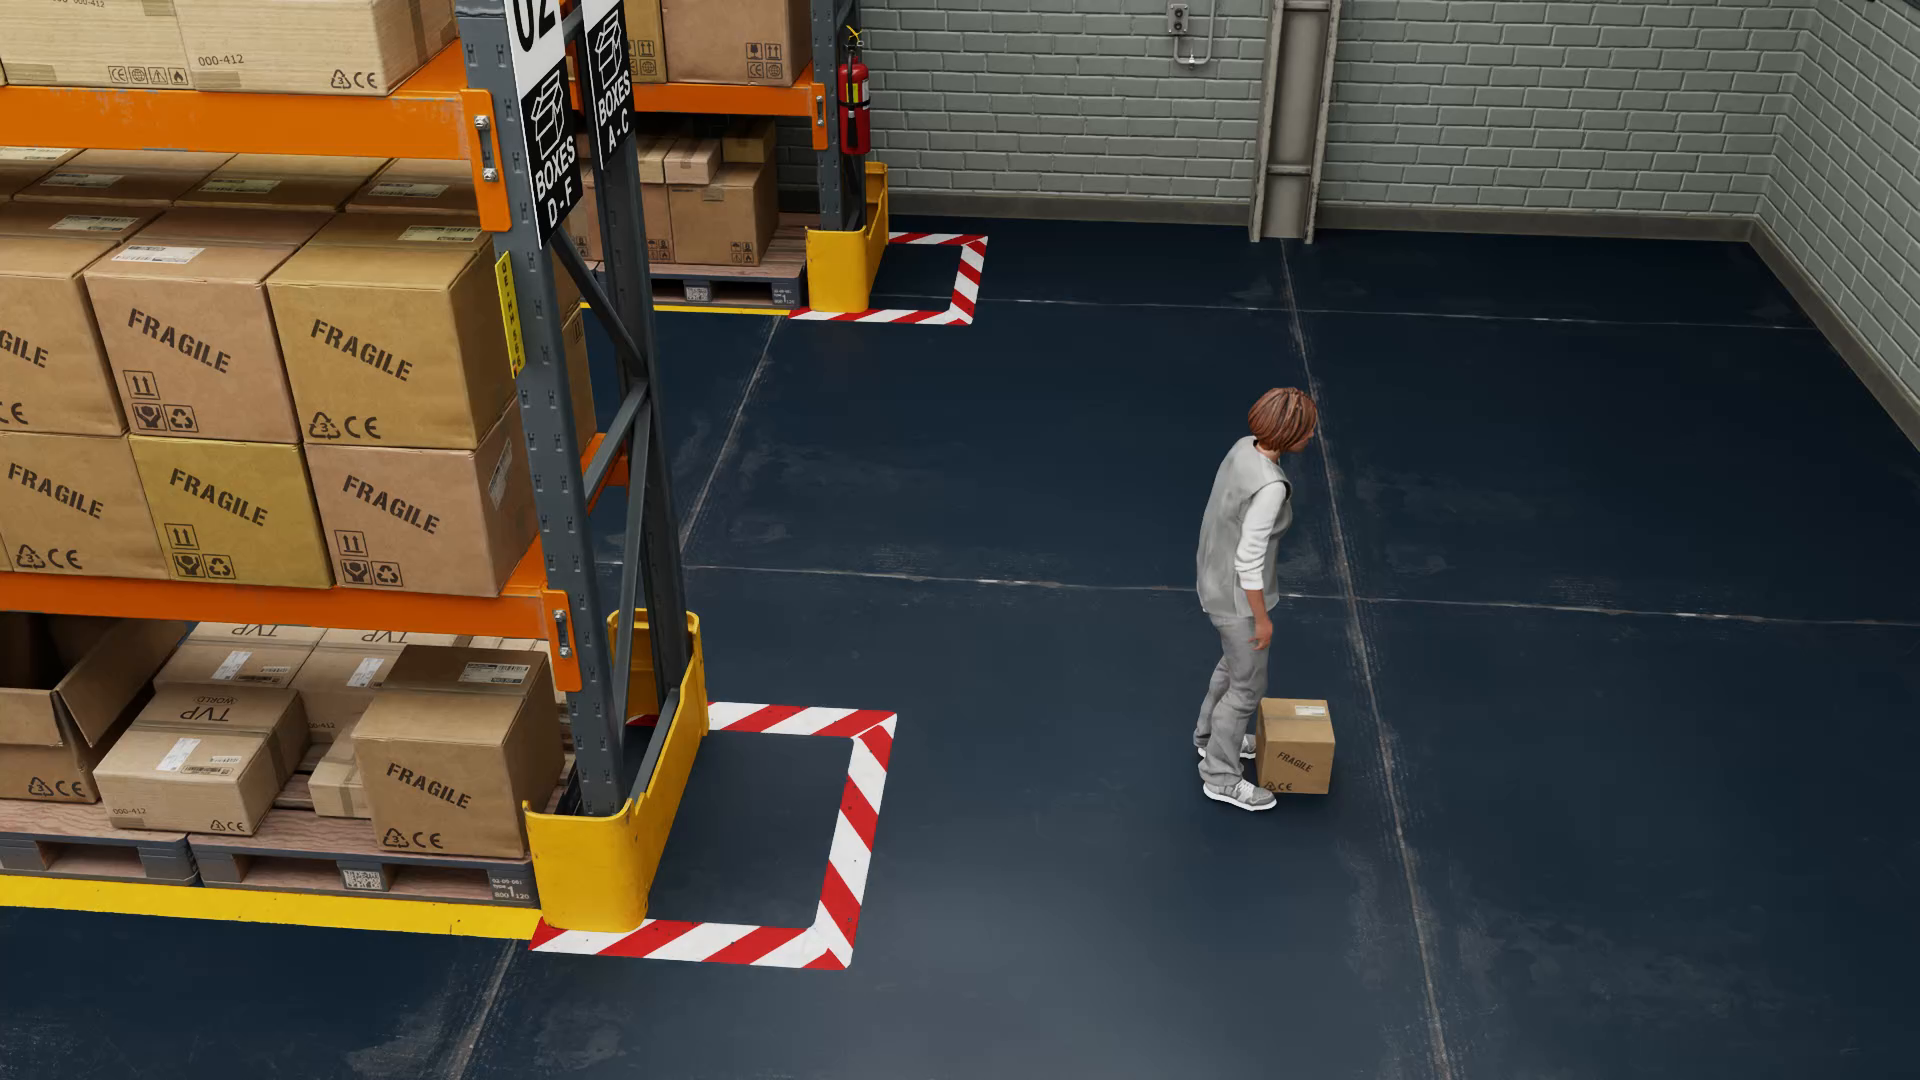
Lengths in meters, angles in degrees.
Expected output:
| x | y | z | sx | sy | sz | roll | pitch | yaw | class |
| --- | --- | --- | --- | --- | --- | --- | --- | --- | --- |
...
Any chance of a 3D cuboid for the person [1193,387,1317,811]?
| x | y | z | sx | sy | sz | roll | pitch | yaw | class |
| --- | --- | --- | --- | --- | --- | --- | --- | --- | --- |
| 1.005 | 0.194 | 5.844 | 0.347 | 1.591 | 0.481 | 1 | 32 | 1 | person |
